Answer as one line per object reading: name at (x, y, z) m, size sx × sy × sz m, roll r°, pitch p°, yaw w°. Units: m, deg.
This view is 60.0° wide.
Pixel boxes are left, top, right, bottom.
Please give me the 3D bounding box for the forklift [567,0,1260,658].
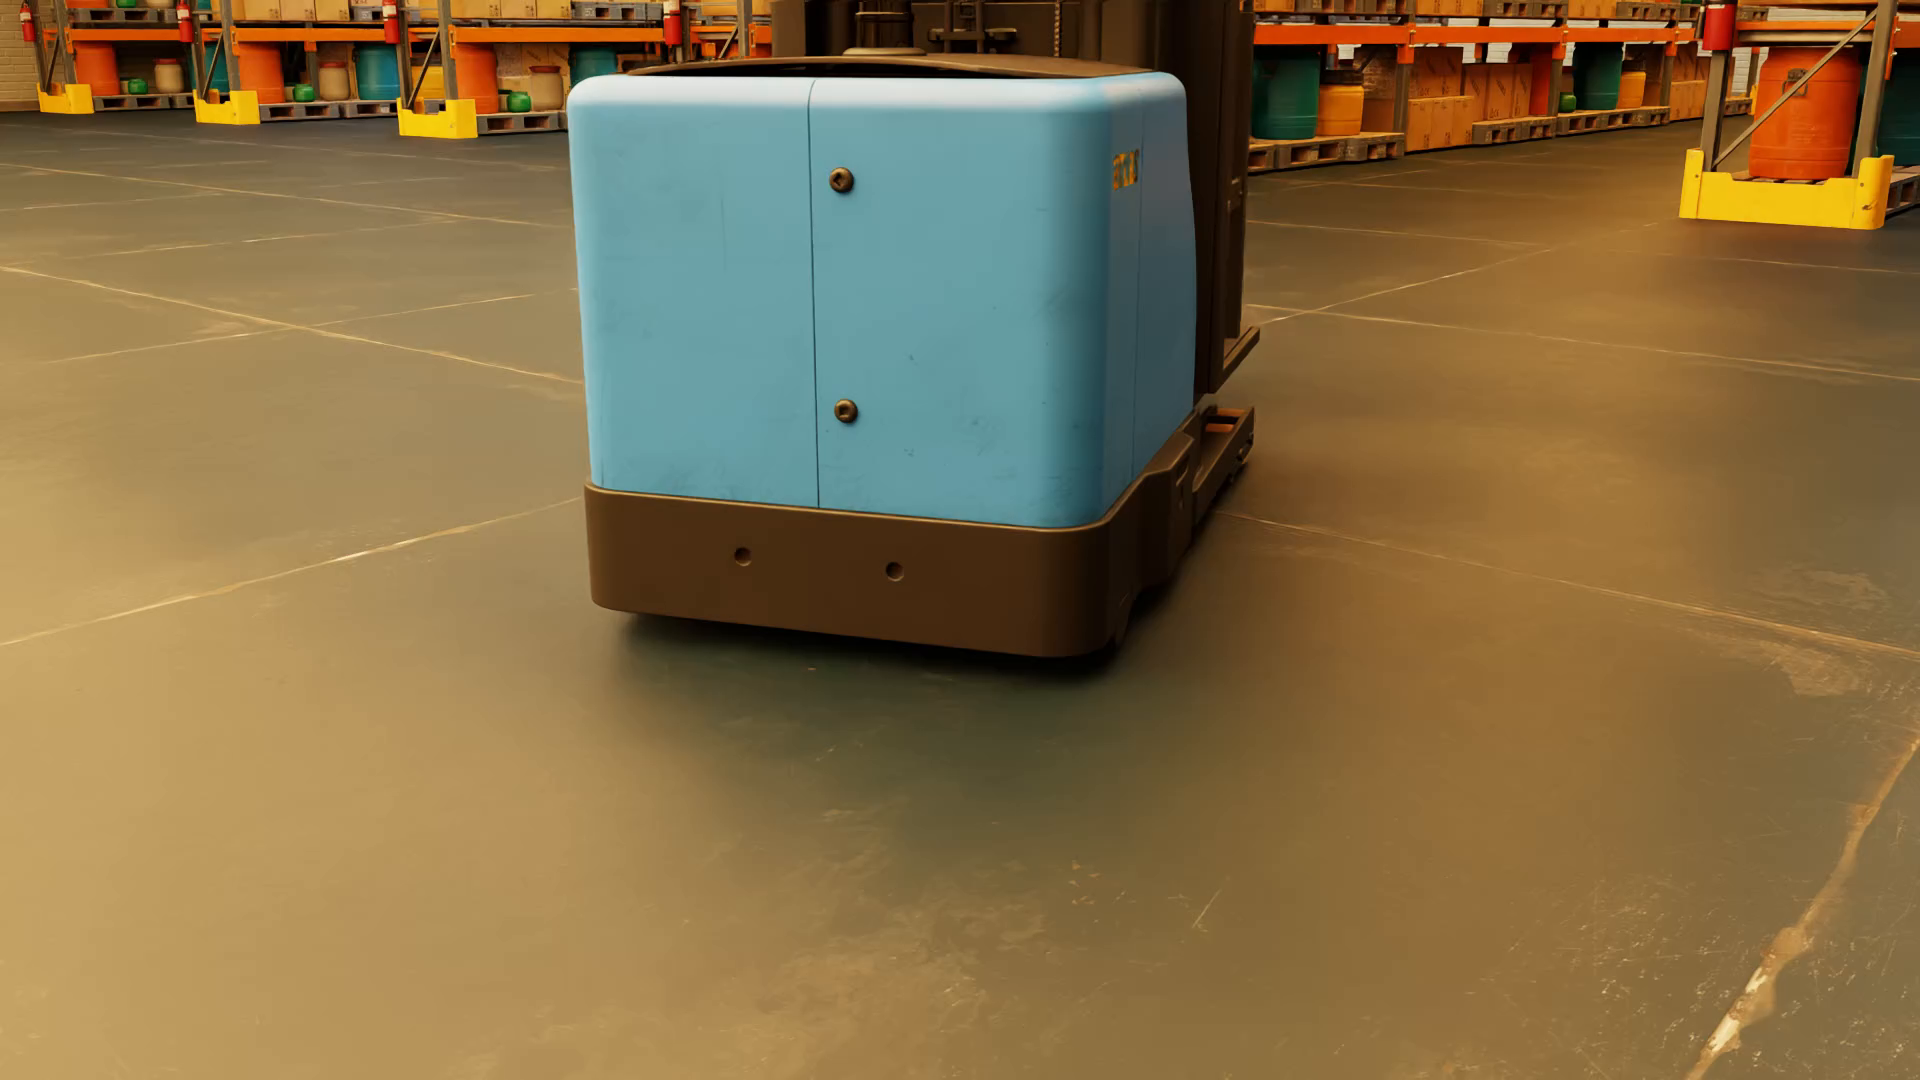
forklift at (0.189, -1.578, 4.095) m, size 1.130 × 2.935 × 3.031 m, roll 5°, pitch 18°, yaw 17°
